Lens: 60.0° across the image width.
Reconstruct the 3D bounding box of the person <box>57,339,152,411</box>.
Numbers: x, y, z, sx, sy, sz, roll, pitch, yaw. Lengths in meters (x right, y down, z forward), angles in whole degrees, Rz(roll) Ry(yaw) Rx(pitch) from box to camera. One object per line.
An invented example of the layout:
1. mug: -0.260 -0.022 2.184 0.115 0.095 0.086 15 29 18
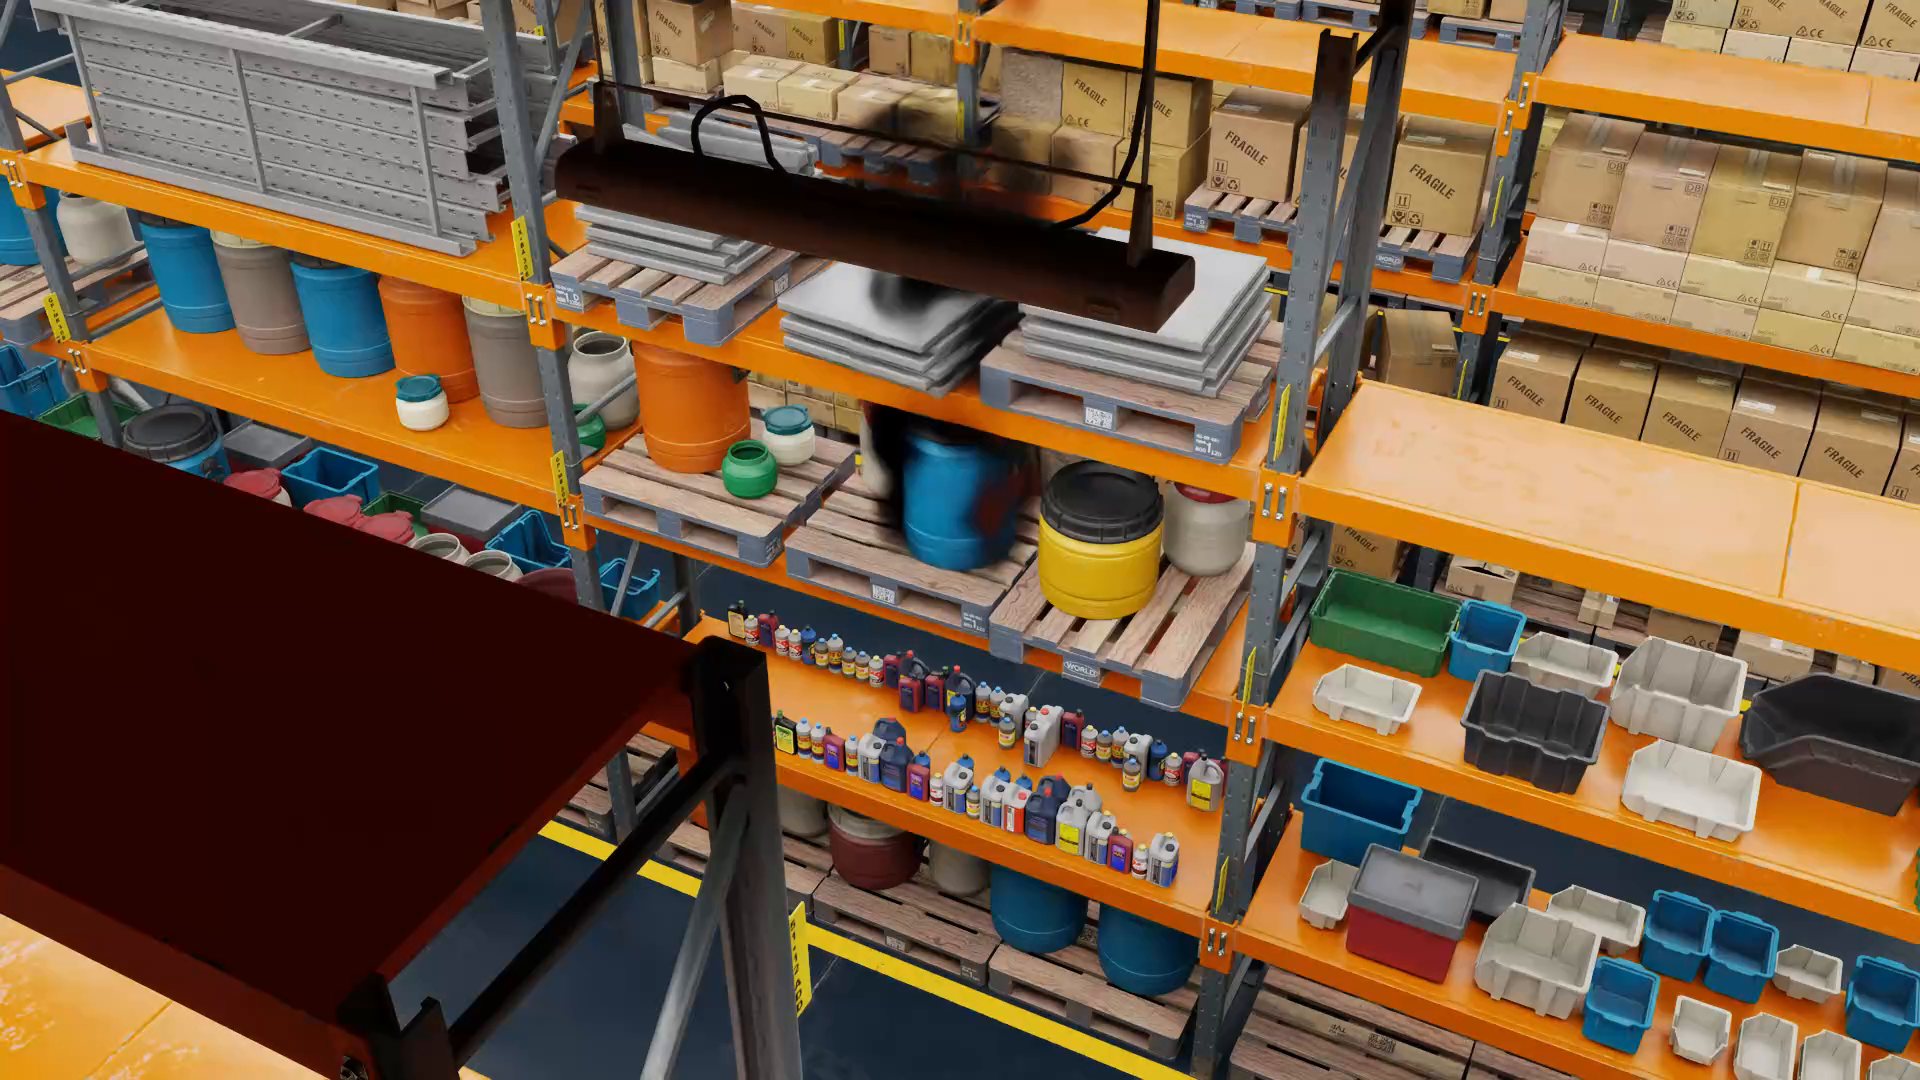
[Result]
1. person: -7.757 -1.597 14.708 0.848 1.683 0.644 13 37 18
